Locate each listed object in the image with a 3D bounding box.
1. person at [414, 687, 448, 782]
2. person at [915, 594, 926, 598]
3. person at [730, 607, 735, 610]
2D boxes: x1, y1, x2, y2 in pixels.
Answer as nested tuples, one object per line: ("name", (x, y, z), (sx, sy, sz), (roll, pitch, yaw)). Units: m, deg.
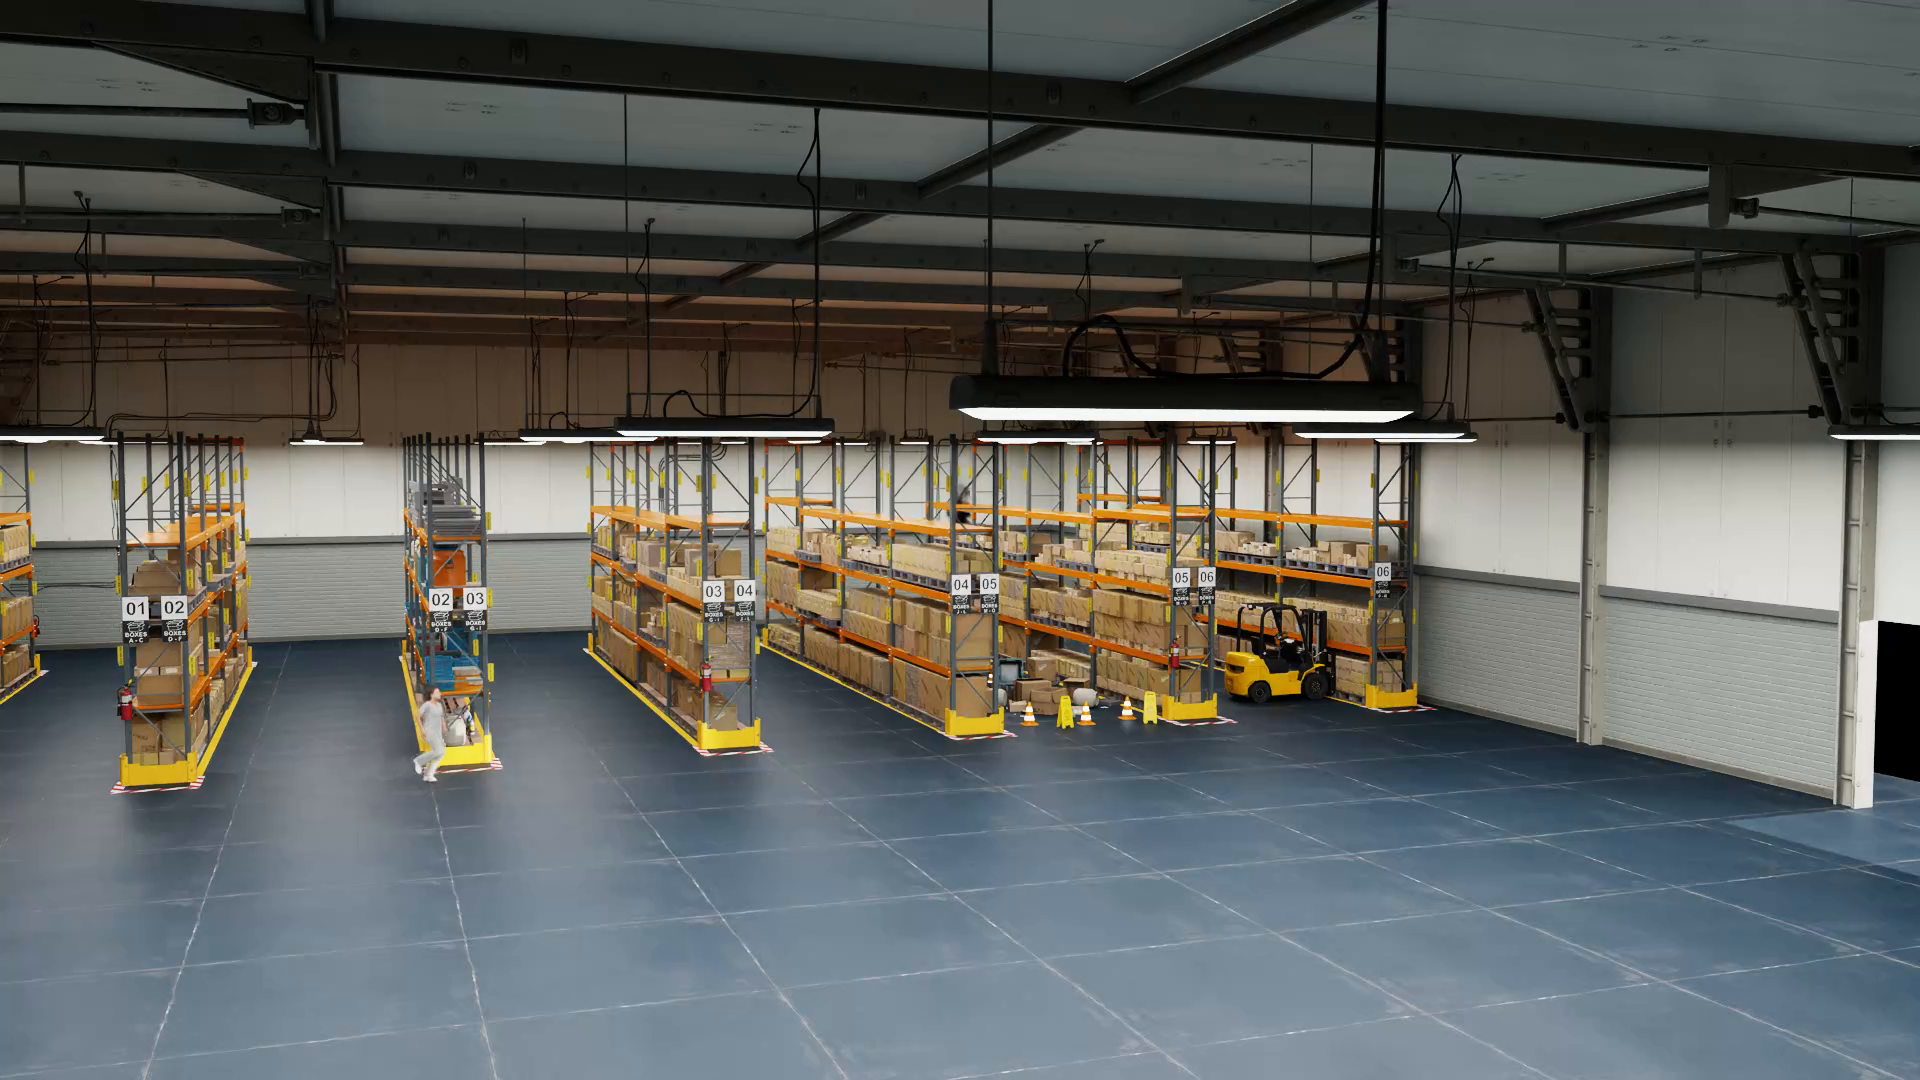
("person", (-9.078, 3.329, 28.700), (0.536, 1.593, 0.596), (1, 3, 21))
("person", (-1.155, 2.047, 51.377), (0.657, 1.770, 0.801), (0, 3, 3))
("person", (-6.450, 2.285, 46.668), (0.754, 1.700, 0.689), (-1, 3, -18))
